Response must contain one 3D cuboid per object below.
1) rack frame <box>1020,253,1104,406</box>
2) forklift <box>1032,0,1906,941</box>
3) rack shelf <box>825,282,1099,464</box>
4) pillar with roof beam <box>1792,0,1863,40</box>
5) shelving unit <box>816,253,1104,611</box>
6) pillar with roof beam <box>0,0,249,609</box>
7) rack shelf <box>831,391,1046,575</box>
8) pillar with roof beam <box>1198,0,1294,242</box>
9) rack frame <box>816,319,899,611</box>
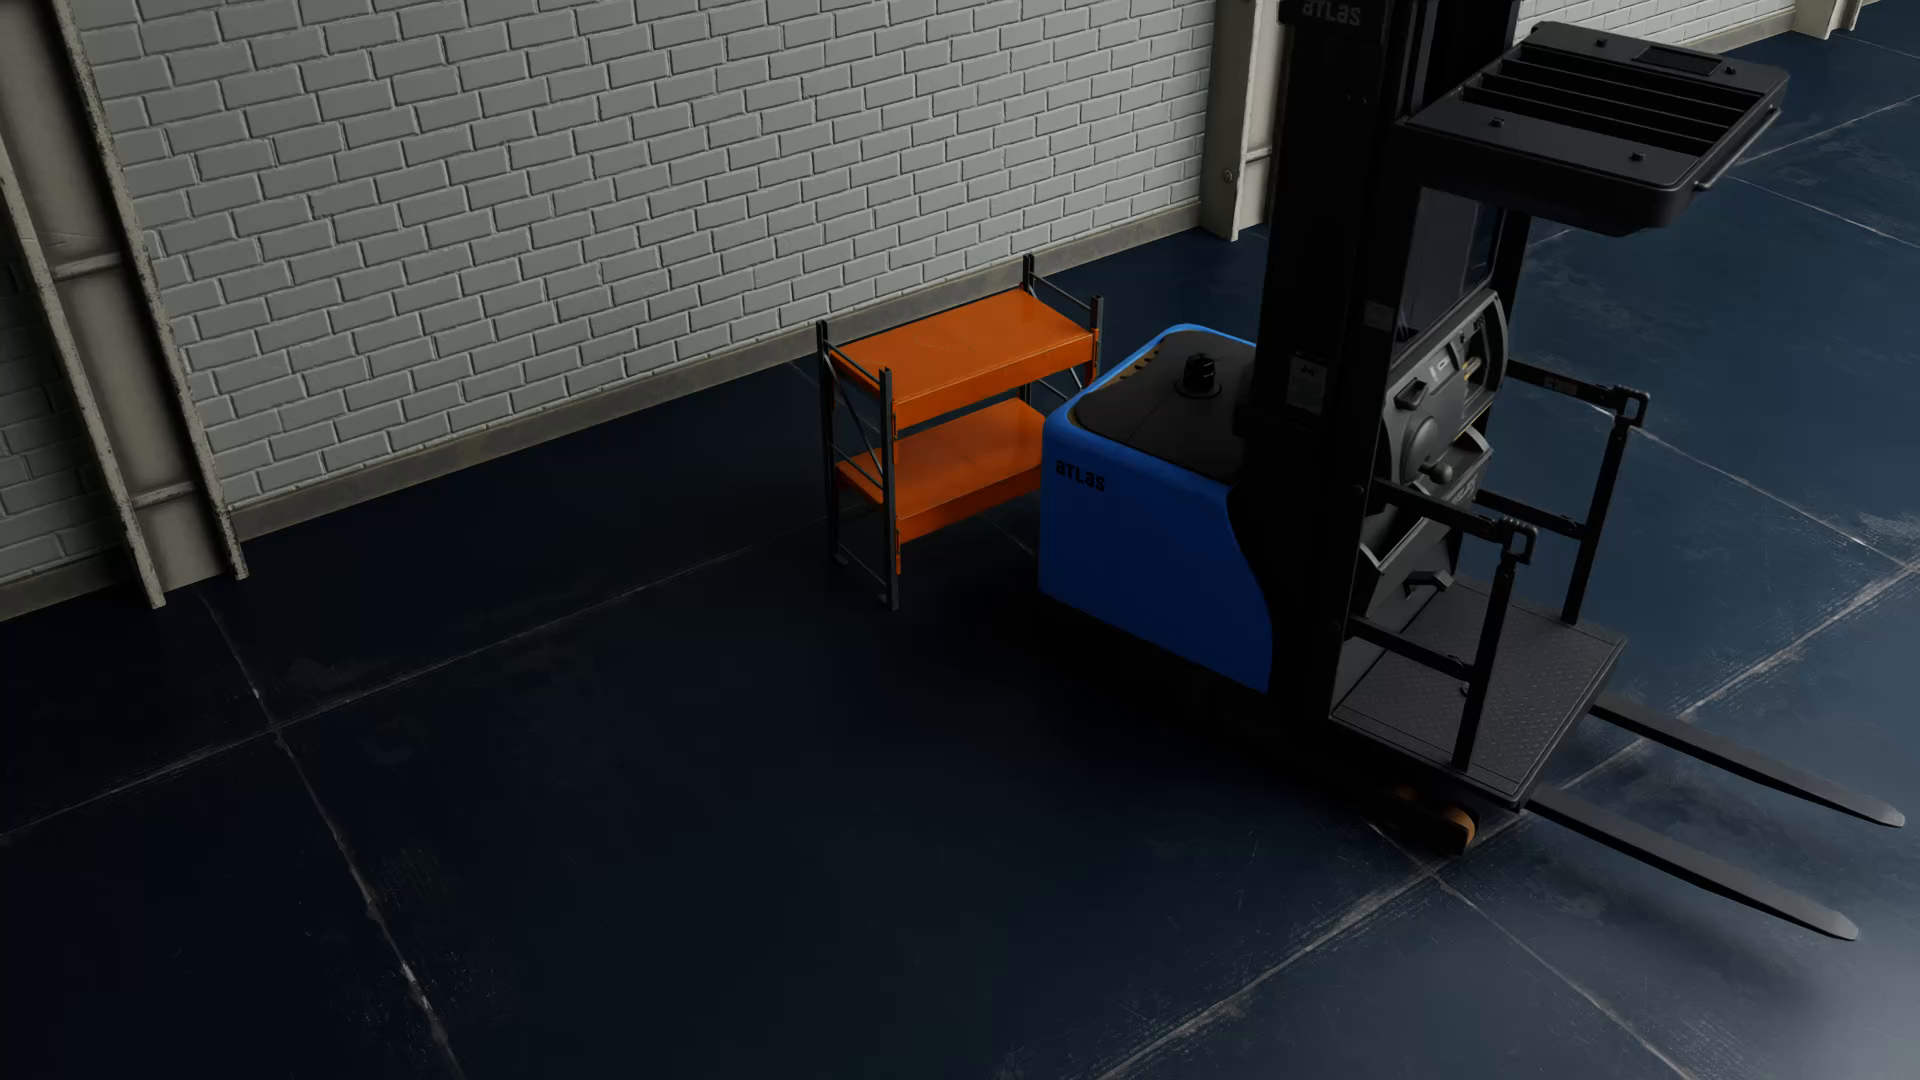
[{"bbox_3d":[0.421,-0.630,7.162,0.032,1.125,0.500,-22,41,-28],"label":"rack frame"},{"bbox_3d":[1.766,-0.459,5.378,3.031,2.935,1.130,24,42,29],"label":"forklift"},{"bbox_3d":[0.006,-0.697,6.754,1.000,0.278,0.538,-22,41,-28],"label":"rack shelf"},{"bbox_3d":[9.032,-5.489,7.174,0.400,9.000,9.100,-22,41,-28],"label":"pillar with roof beam"},{"bbox_3d":[0.006,-0.459,6.925,1.048,1.125,0.538,-22,41,-28],"label":"shelving unit"},{"bbox_3d":[-0.777,-1.452,1.562,0.400,9.000,9.100,-22,41,-28],"label":"pillar with roof beam"},{"bbox_3d":[0.006,-0.260,7.067,1.000,0.278,0.538,-22,41,-28],"label":"rack shelf"},{"bbox_3d":[4.127,-3.471,4.368,0.400,9.000,9.100,-22,41,-28],"label":"pillar with roof beam"},{"bbox_3d":[-0.410,-0.288,6.687,0.032,1.125,0.500,-22,41,-28],"label":"rack frame"}]
